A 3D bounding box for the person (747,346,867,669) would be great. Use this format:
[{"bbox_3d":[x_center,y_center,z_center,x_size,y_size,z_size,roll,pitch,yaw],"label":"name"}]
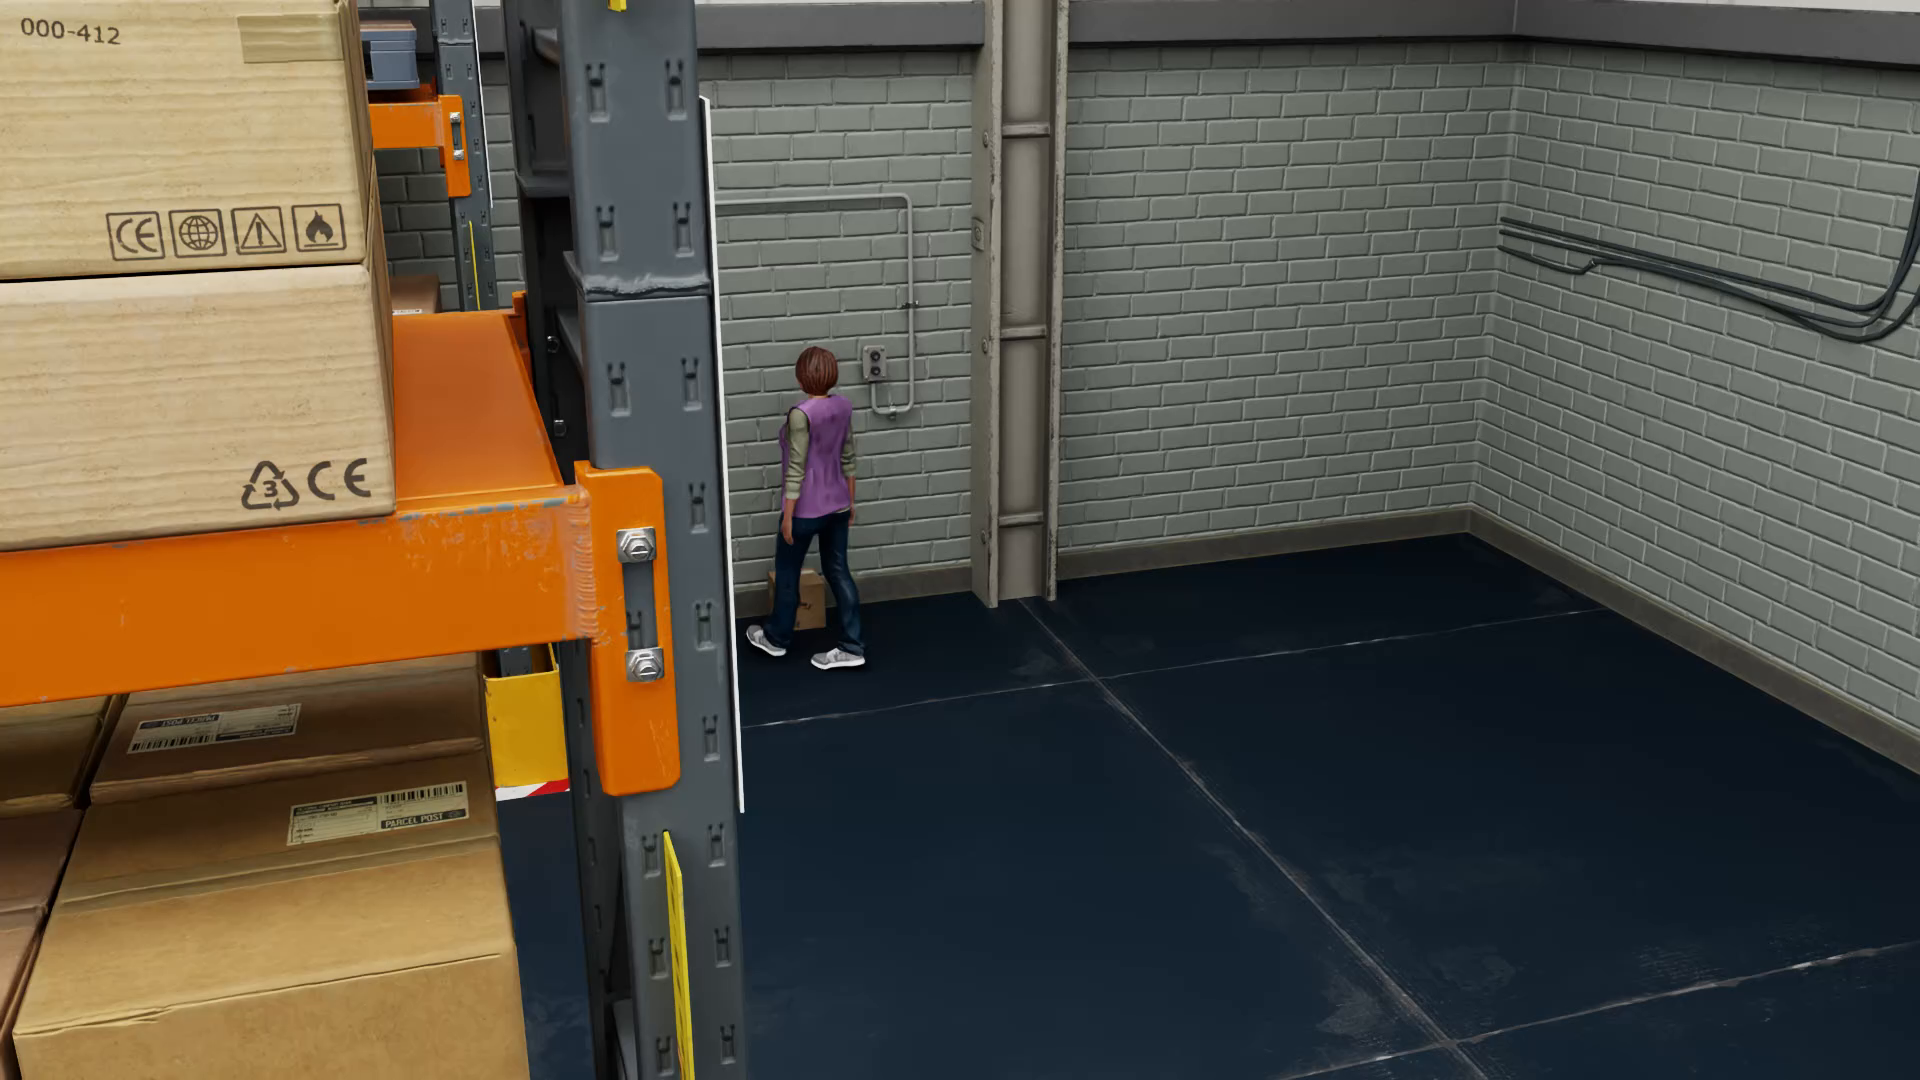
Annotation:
[{"bbox_3d":[-0.765,-0.167,8.038,0.661,1.590,0.445,17,26,40],"label":"person"}]
